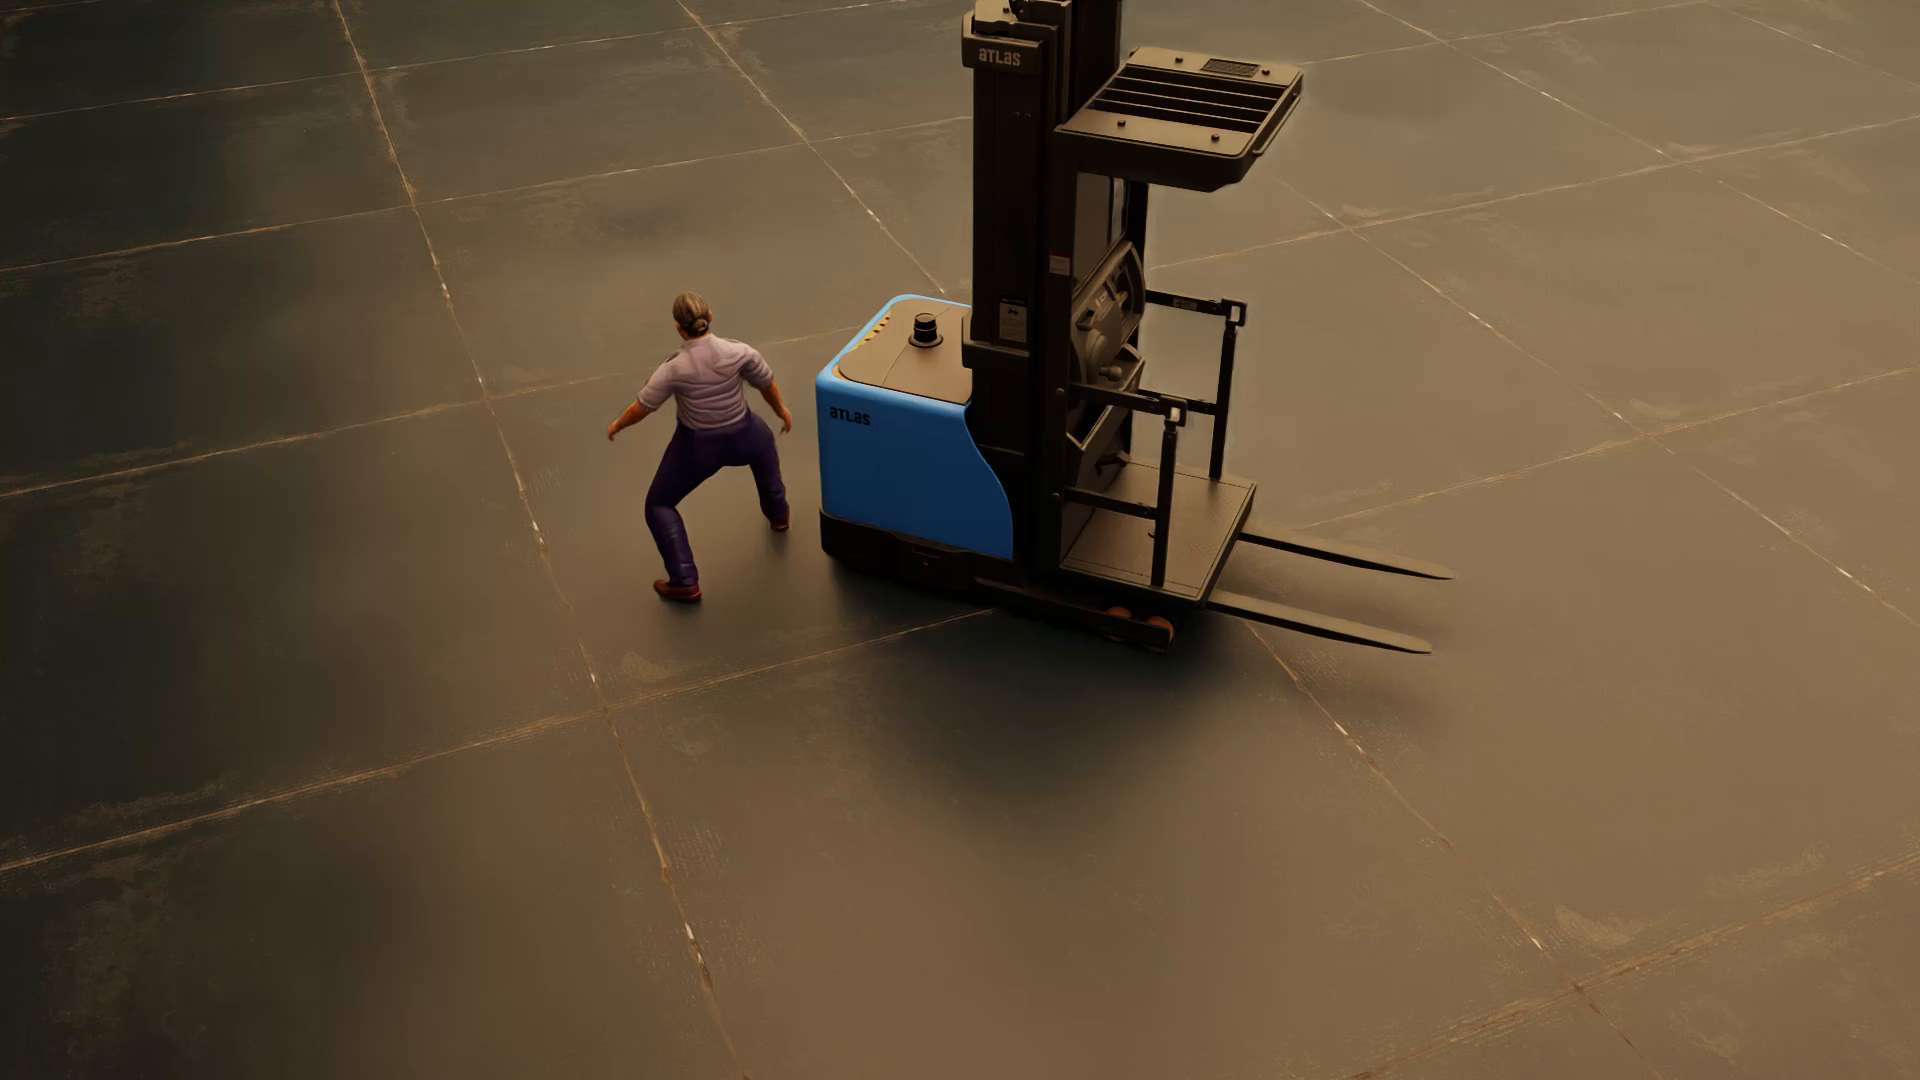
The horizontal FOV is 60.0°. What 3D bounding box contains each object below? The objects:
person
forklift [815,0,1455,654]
[{"bbox_3d":[-1.234,-0.509,8.065,0.890,1.541,0.659,-12,37,-17],"label":"person"},{"bbox_3d":[0.862,-1.018,7.530,3.031,2.935,1.130,14,38,18],"label":"forklift"}]
